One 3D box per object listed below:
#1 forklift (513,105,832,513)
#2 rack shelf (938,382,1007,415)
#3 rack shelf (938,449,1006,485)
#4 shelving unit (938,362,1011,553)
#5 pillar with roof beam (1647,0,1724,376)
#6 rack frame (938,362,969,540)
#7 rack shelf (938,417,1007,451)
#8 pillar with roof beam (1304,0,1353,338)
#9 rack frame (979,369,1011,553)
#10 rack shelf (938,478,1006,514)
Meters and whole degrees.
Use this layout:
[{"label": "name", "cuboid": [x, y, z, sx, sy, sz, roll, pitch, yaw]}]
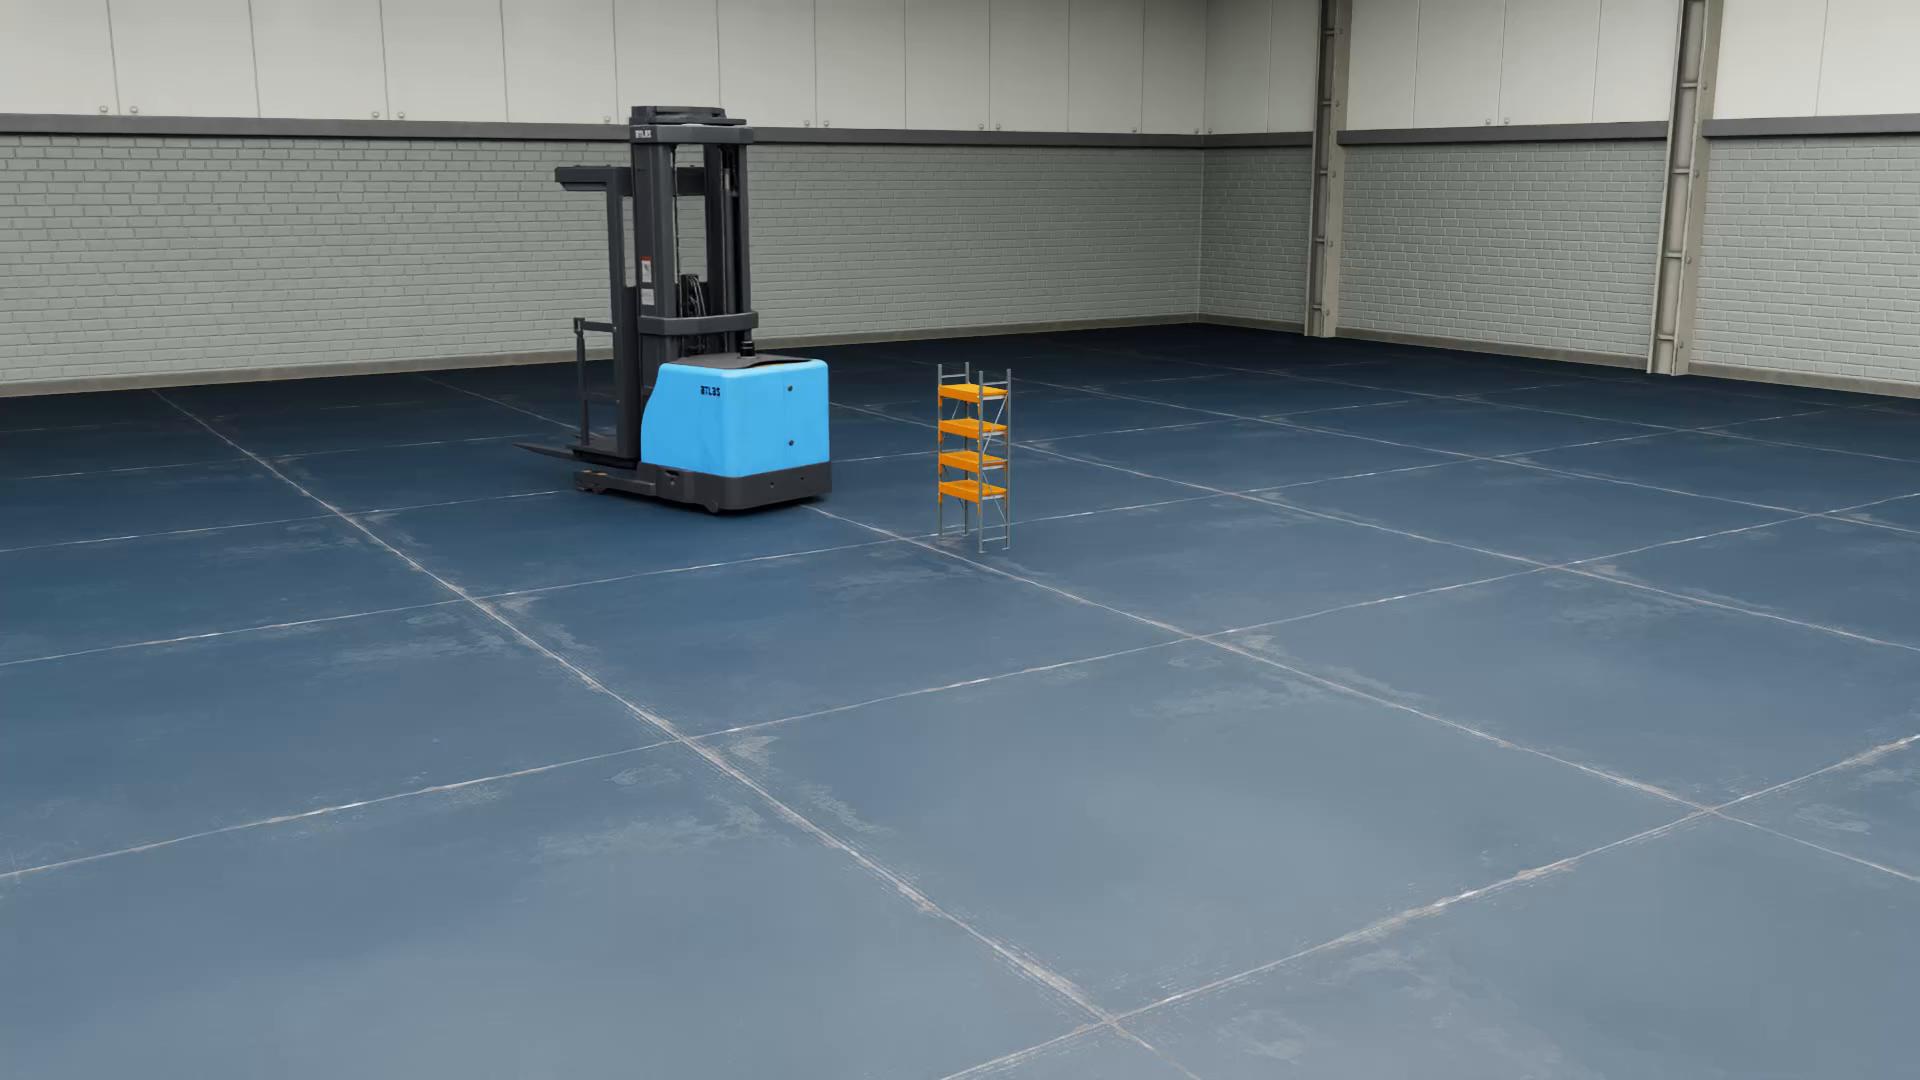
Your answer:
[{"label": "forklift", "cuboid": [-2.420, -1.867, 13.039, 3.031, 2.935, 1.130, 11, 16, 40]}, {"label": "rack shelf", "cuboid": [0.092, -0.941, 11.015, 0.258, 0.148, 0.480, -8, 15, -33]}, {"label": "rack shelf", "cuboid": [0.092, -0.491, 11.113, 0.258, 0.148, 0.480, -8, 15, -33]}, {"label": "shelving unit", "cuboid": [0.092, -0.557, 11.099, 0.258, 1.200, 0.503, -8, 15, -33]}, {"label": "pillar with roof beam", "cuboid": [5.341, -5.988, 17.679, 9.100, 9.000, 0.400, -8, 15, -33]}, {"label": "rack frame", "cuboid": [-0.043, -0.600, 11.297, 0.240, 1.200, 0.015, -8, 15, -33]}, {"label": "rack shelf", "cuboid": [0.092, -0.710, 11.066, 0.258, 0.148, 0.480, -8, 15, -33]}, {"label": "pillar with roof beam", "cuboid": [2.016, -7.055, 22.559, 9.100, 9.000, 0.400, -8, 15, -33]}, {"label": "rack frame", "cuboid": [0.227, -0.513, 10.901, 0.240, 1.200, 0.015, -8, 15, -33]}, {"label": "rack shelf", "cuboid": [0.092, -0.297, 11.156, 0.258, 0.148, 0.480, -8, 15, -33]}]
